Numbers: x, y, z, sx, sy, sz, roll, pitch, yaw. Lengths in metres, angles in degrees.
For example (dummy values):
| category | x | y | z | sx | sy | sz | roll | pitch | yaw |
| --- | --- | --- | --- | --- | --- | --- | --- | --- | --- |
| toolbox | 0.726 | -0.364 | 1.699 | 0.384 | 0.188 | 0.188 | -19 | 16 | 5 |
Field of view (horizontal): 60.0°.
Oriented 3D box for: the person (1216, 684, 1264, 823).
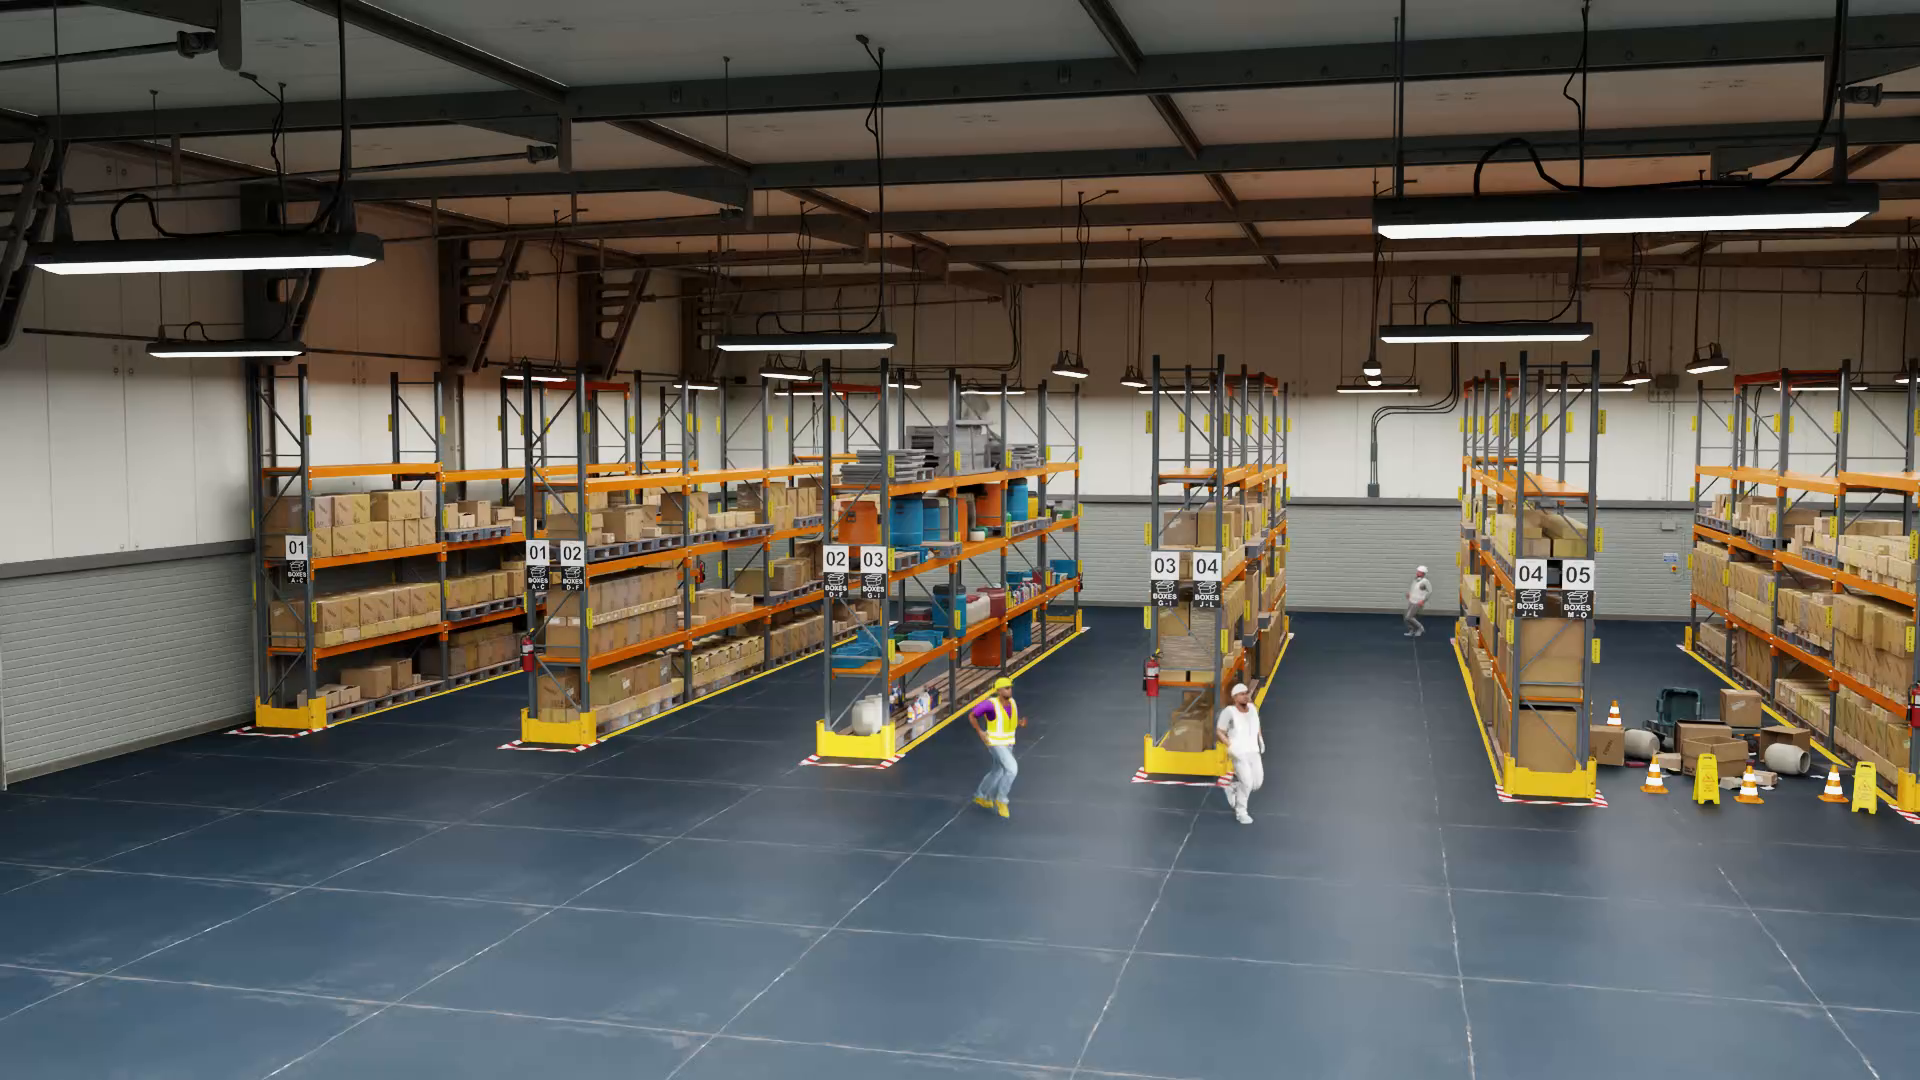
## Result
| category | x | y | z | sx | sy | sz | roll | pitch | yaw |
| --- | --- | --- | --- | --- | --- | --- | --- | --- | --- |
| person | 3.547 | 2.682 | 21.093 | 0.676 | 1.744 | 0.565 | -2 | 5 | -31 |

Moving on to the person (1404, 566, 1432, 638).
| category | x | y | z | sx | sy | sz | roll | pitch | yaw |
| --- | --- | --- | --- | --- | --- | --- | --- | --- | --- |
| person | 10.751 | 1.452 | 39.169 | 0.548 | 1.707 | 0.678 | 0 | 4 | -4 |

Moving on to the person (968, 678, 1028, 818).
| category | x | y | z | sx | sy | sz | roll | pitch | yaw |
| --- | --- | --- | --- | --- | --- | --- | --- | --- | --- |
| person | 0.506 | 2.658 | 21.440 | 0.789 | 1.798 | 0.675 | 3 | 5 | 38 |
